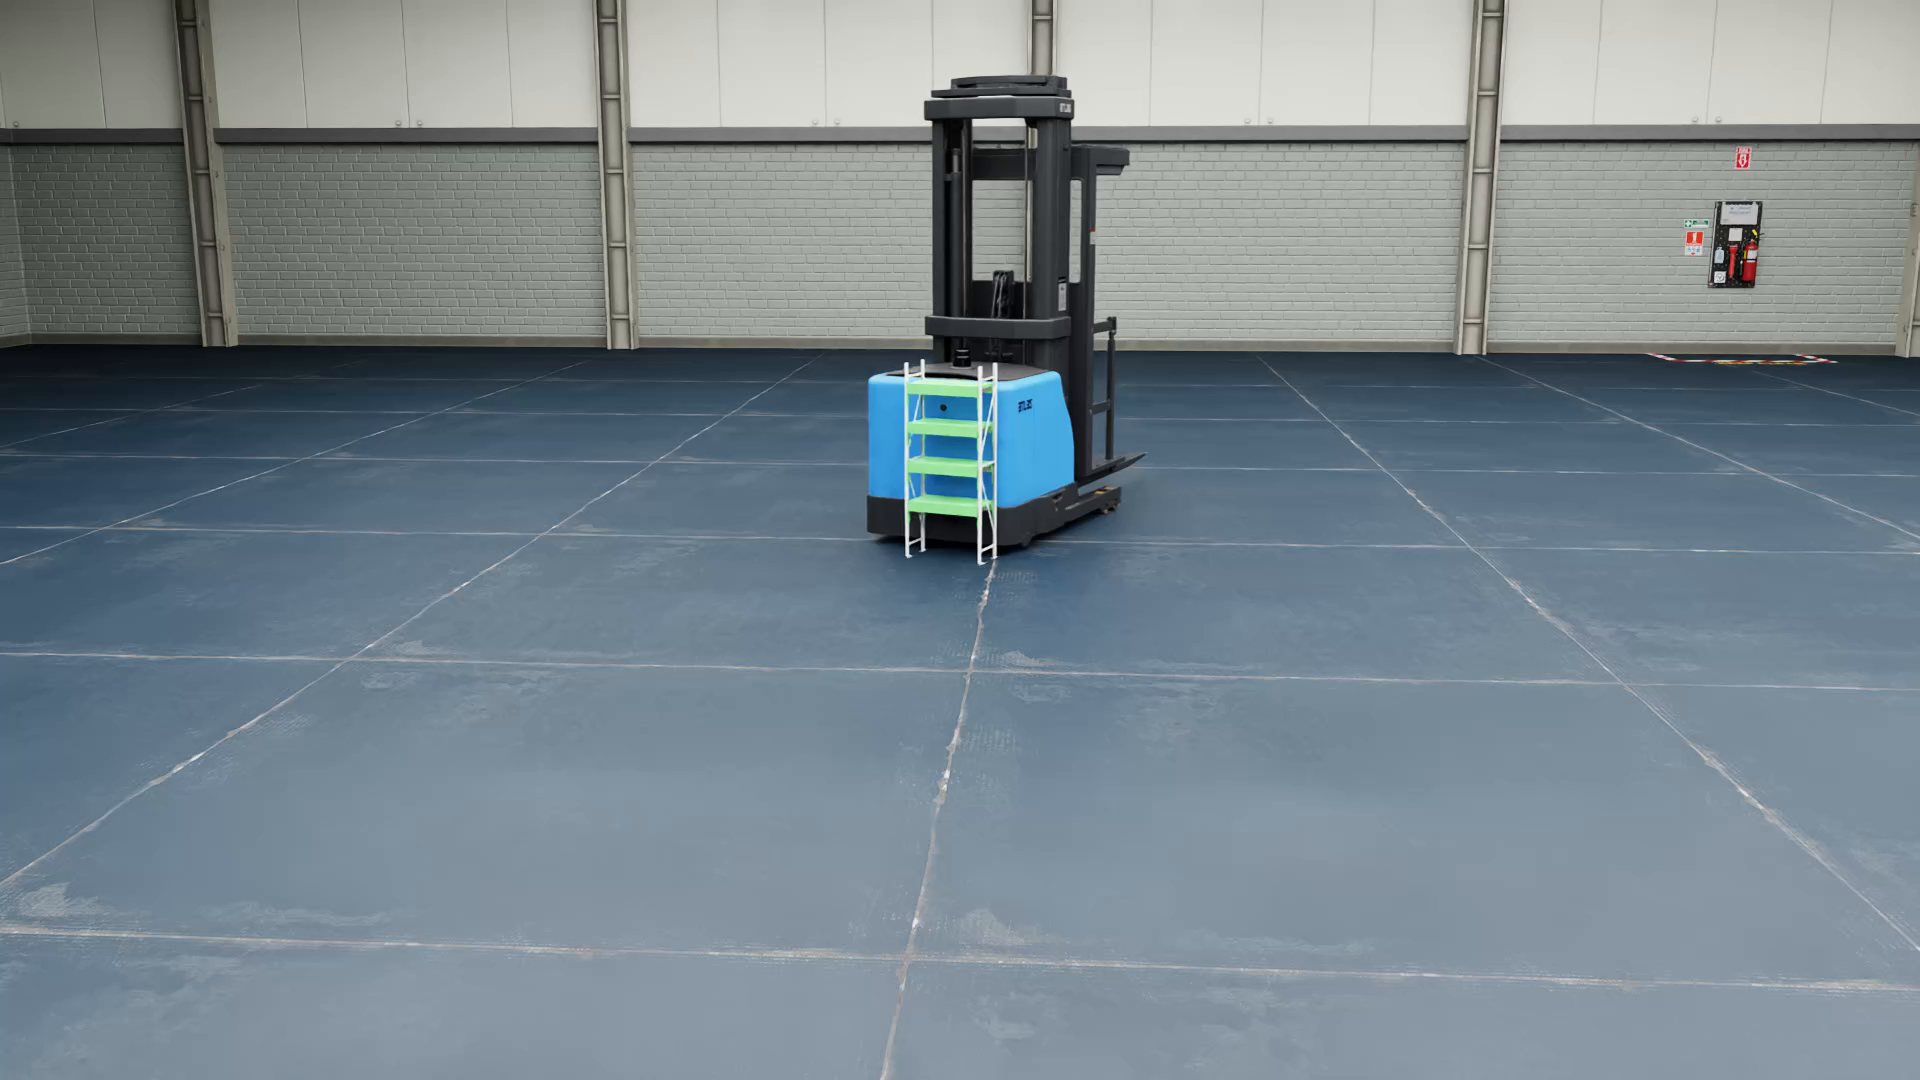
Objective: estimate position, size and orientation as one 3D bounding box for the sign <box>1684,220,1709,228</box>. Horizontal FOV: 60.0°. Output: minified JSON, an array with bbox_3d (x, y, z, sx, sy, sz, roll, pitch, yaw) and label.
[{"bbox_3d":[10.097,-4.337,22.796,0.331,0.109,0.001,1,12,4],"label":"sign"}]

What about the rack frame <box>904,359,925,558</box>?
[{"bbox_3d":[-0.277,-0.498,10.217,0.015,1.200,0.240,5,13,24],"label":"rack frame"}]

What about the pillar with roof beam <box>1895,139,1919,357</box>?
[{"bbox_3d":[12.813,-6.049,17.708,0.400,9.000,9.100,1,12,4],"label":"pillar with roof beam"}]

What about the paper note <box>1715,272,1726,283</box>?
[{"bbox_3d":[10.466,-3.619,22.895,0.142,0.148,0.016,1,12,4],"label":"paper note"}]

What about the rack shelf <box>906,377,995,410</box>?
[{"bbox_3d":[-0.056,-0.884,10.031,0.480,0.148,0.258,5,13,24],"label":"rack shelf"}]

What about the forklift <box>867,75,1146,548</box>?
[{"bbox_3d":[0.494,-1.647,11.481,1.130,2.935,3.031,6,13,25],"label":"forklift"}]

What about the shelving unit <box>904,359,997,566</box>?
[{"bbox_3d":[-0.056,-0.477,10.116,0.503,1.200,0.258,5,13,24],"label":"shelving unit"}]

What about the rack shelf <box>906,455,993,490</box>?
[{"bbox_3d":[-0.056,-0.414,10.129,0.480,0.148,0.258,5,13,24],"label":"rack shelf"}]

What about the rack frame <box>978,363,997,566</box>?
[{"bbox_3d":[0.165,-0.456,10.015,0.015,1.200,0.240,5,13,24],"label":"rack frame"}]

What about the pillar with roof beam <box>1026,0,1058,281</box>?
[{"bbox_3d":[0.840,-6.213,18.493,0.400,9.000,9.100,1,12,4],"label":"pillar with roof beam"}]

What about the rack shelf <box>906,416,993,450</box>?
[{"bbox_3d":[-0.056,-0.649,10.080,0.480,0.148,0.258,5,13,24],"label":"rack shelf"}]

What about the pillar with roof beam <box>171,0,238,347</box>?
[{"bbox_3d":[-11.133,-6.378,19.278,0.400,9.000,9.100,1,12,4],"label":"pillar with roof beam"}]

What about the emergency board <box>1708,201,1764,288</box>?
[{"bbox_3d":[10.638,-4.034,22.726,0.643,1.169,0.194,1,12,4],"label":"emergency board"}]

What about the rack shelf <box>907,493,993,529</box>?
[{"bbox_3d":[-0.056,-0.179,10.179,0.480,0.148,0.258,5,13,24],"label":"rack shelf"}]

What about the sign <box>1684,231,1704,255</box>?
[{"bbox_3d":[10.093,-4.080,22.859,0.234,0.329,0.001,1,12,4],"label":"sign"}]

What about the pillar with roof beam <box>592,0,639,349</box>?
[{"bbox_3d":[-5.147,-6.295,18.886,0.400,9.000,9.100,1,12,4],"label":"pillar with roof beam"}]

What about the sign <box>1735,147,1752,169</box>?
[{"bbox_3d":[10.636,-5.189,22.586,0.199,0.298,0.001,1,12,4],"label":"sign"}]

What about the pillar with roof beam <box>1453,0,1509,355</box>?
[{"bbox_3d":[6.827,-6.131,18.101,0.400,9.000,9.100,1,12,4],"label":"pillar with roof beam"}]
